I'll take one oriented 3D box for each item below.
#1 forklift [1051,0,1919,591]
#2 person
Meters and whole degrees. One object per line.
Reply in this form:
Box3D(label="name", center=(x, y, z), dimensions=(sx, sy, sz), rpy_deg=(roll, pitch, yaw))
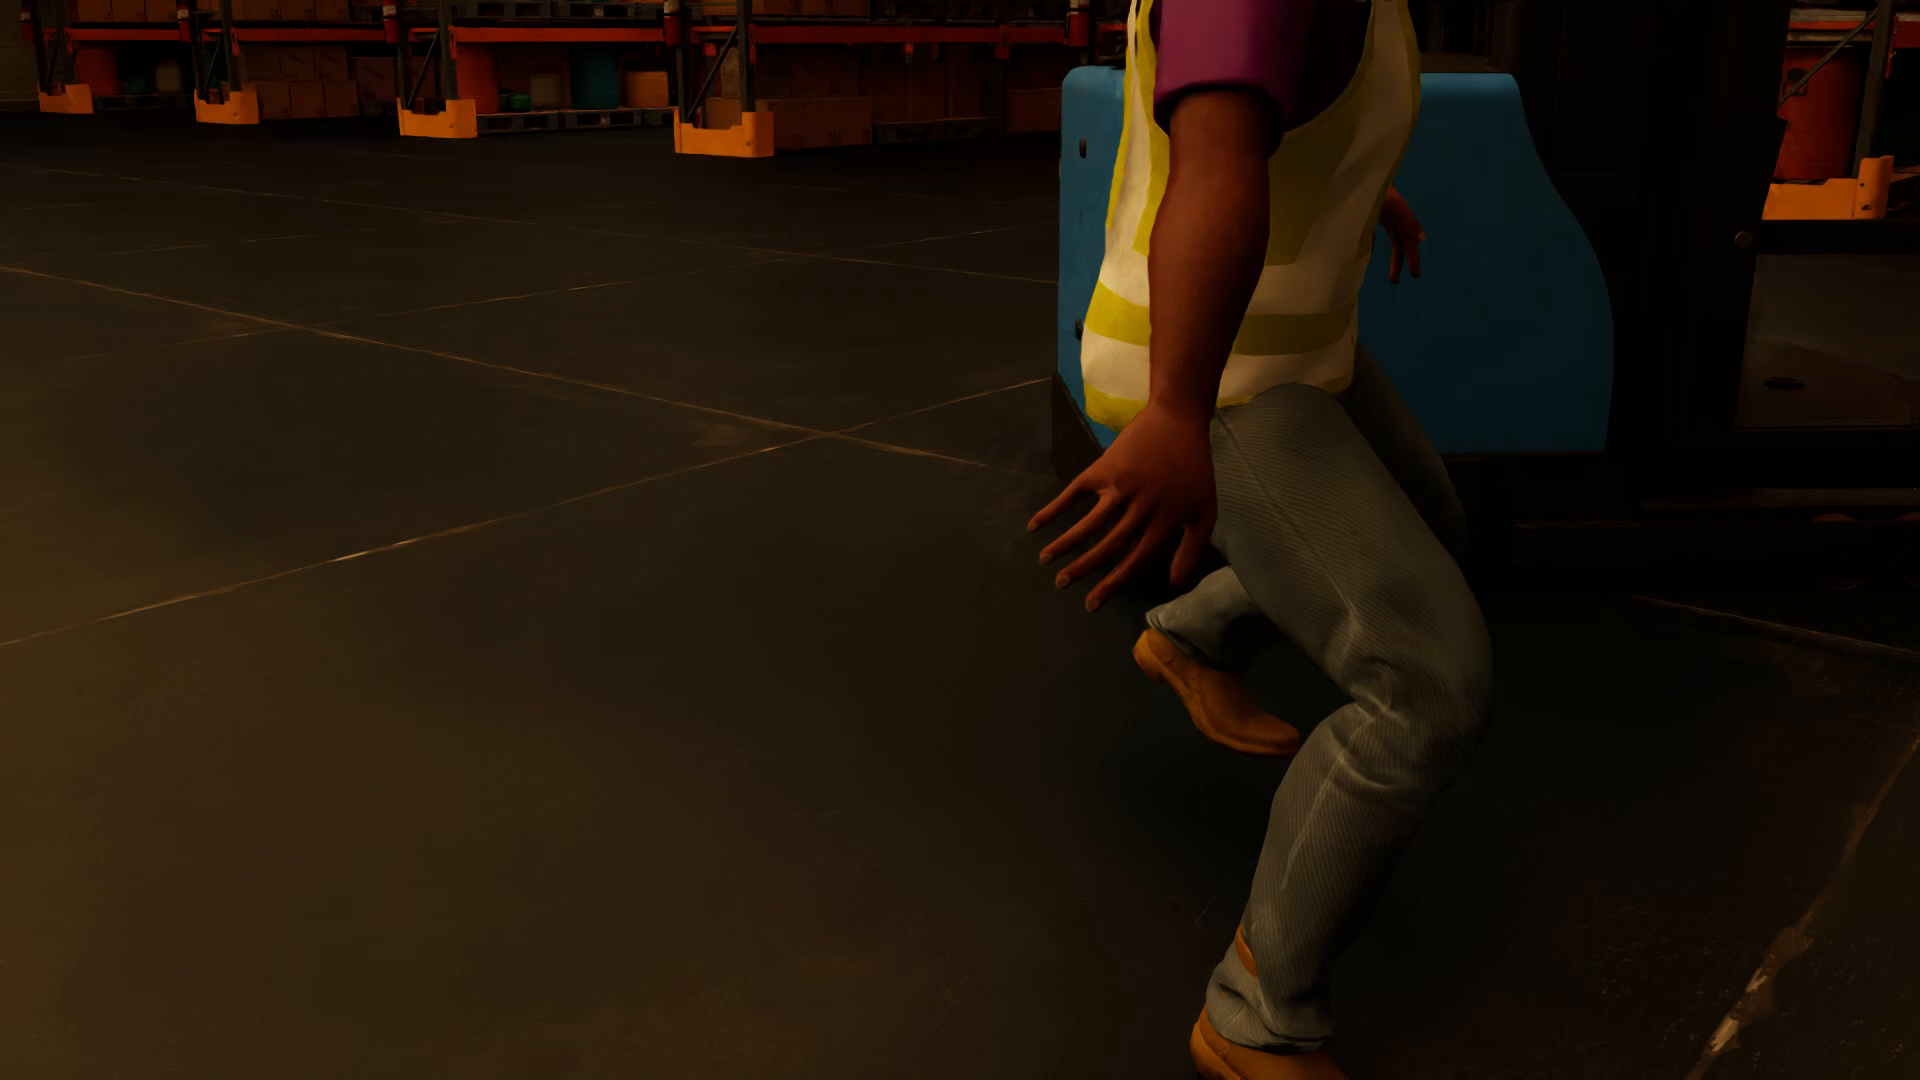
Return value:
Box3D(label="forklift", center=(1.776, -1.446, 3.658), dimensions=(3.031, 2.935, 1.130), rpy_deg=(-1, 17, -3))
Box3D(label="person", center=(0.374, -0.196, 1.922), dimensions=(0.517, 1.653, 1.214), rpy_deg=(5, 18, 16))
